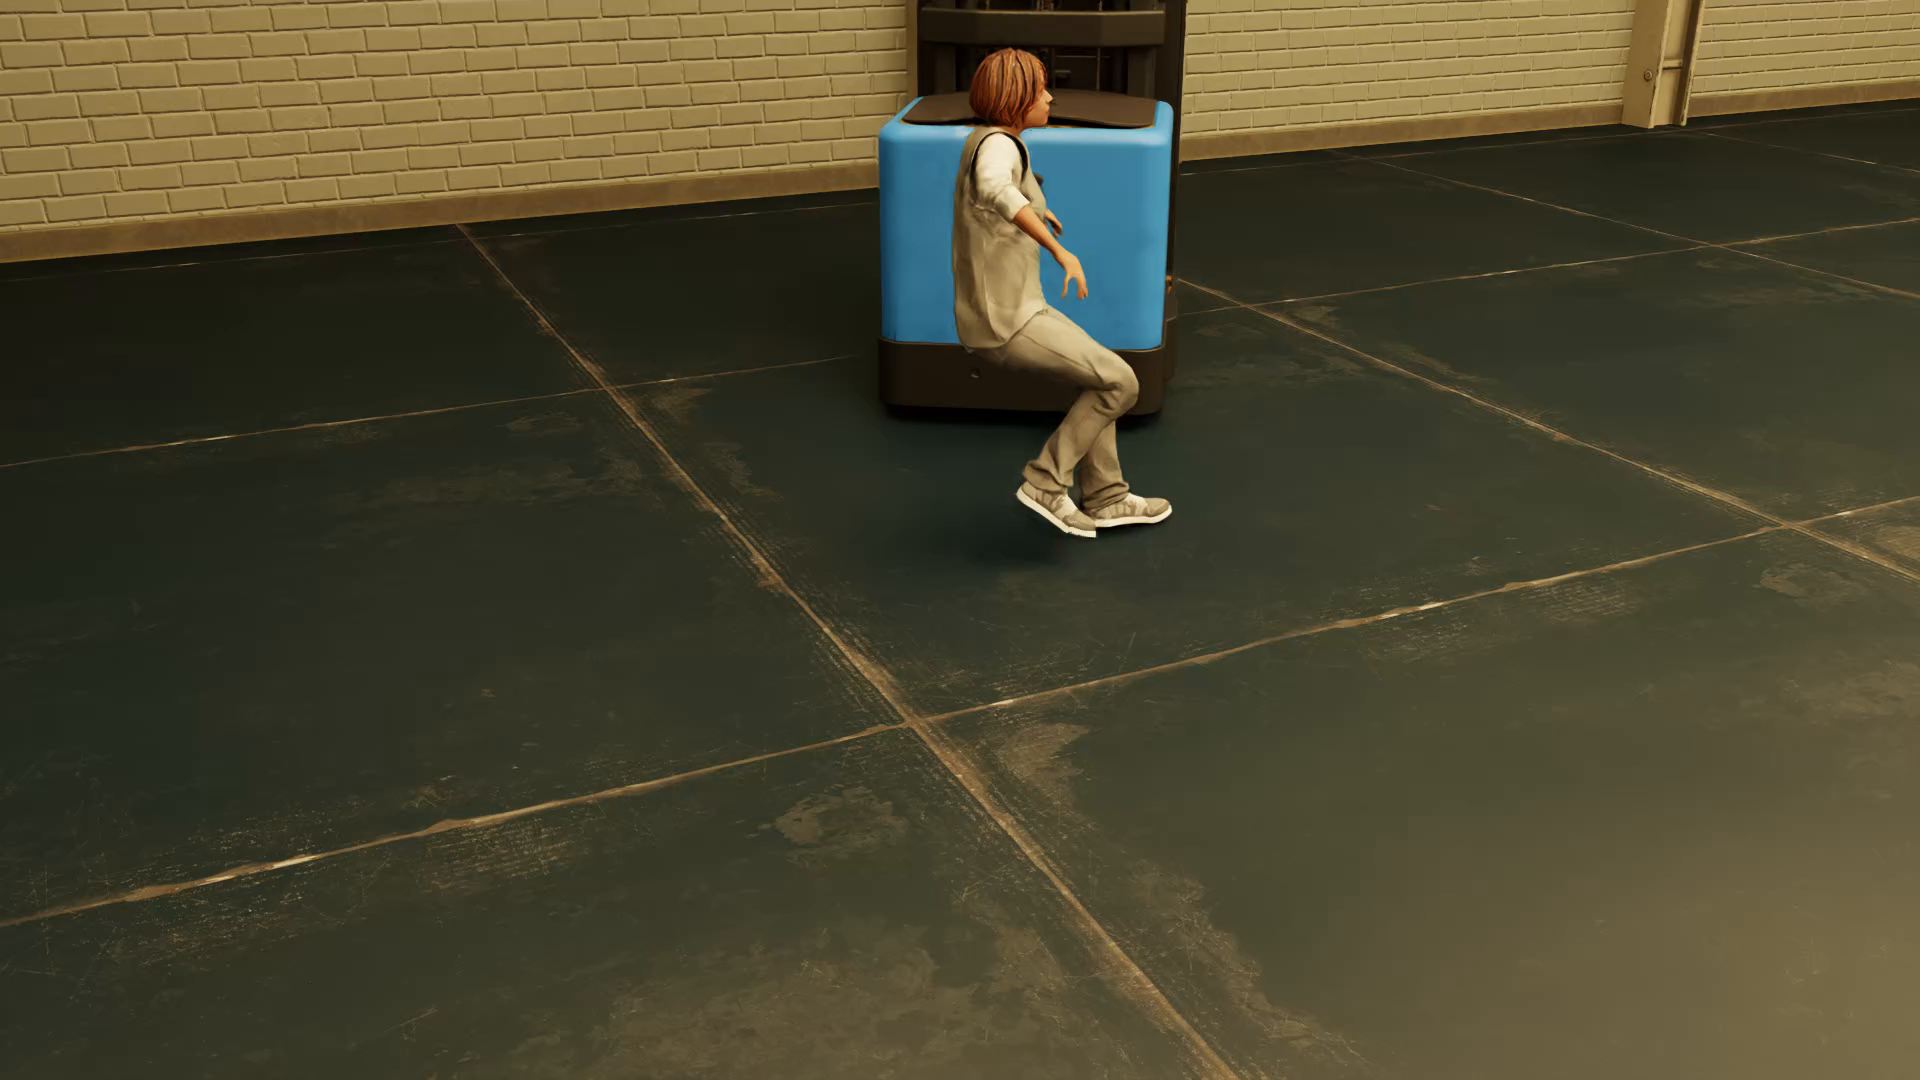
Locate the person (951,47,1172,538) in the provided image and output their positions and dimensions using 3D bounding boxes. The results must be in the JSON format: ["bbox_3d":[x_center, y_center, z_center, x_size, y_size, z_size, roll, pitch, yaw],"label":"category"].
[{"bbox_3d":[0.319,-0.691,4.862,0.691,1.446,0.960,0,23,1],"label":"person"}]

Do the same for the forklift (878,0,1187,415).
[{"bbox_3d":[0.401,-2.334,6.905,1.130,2.935,3.031,3,23,7],"label":"forklift"}]
